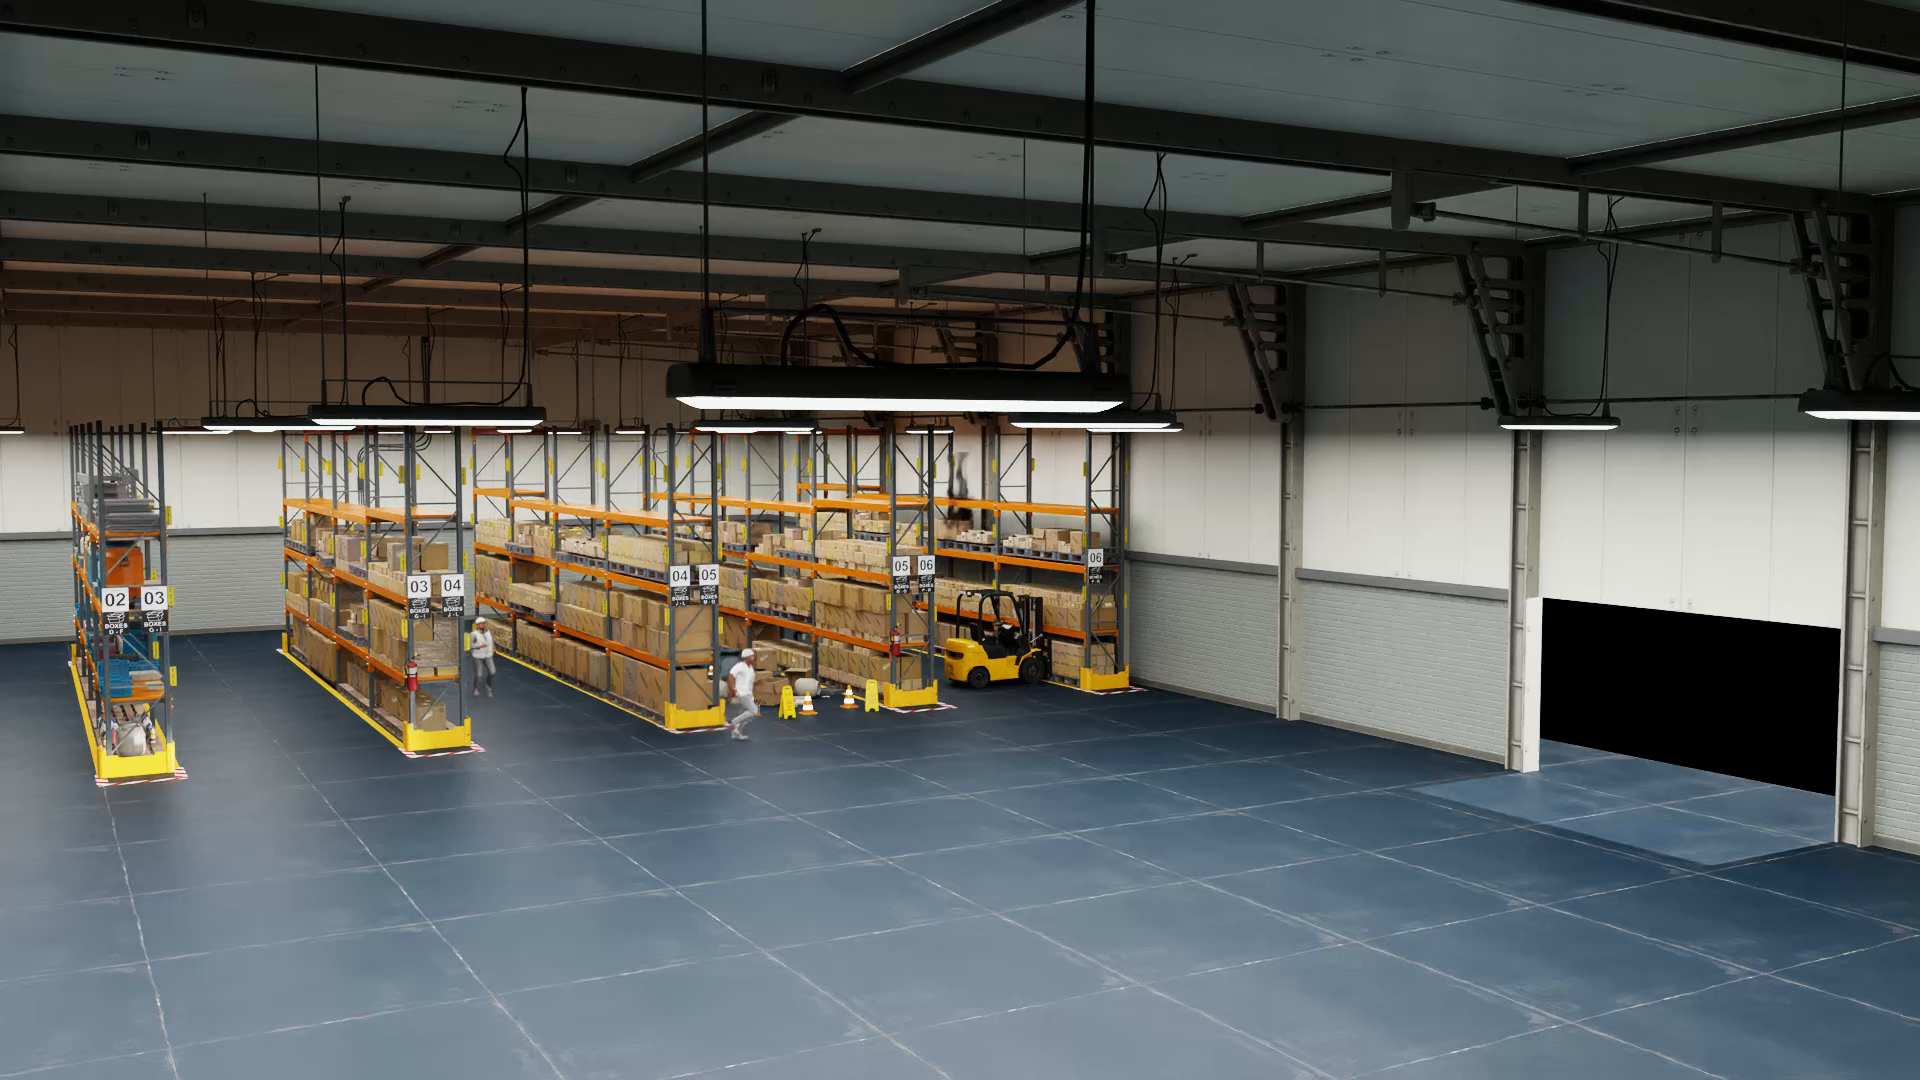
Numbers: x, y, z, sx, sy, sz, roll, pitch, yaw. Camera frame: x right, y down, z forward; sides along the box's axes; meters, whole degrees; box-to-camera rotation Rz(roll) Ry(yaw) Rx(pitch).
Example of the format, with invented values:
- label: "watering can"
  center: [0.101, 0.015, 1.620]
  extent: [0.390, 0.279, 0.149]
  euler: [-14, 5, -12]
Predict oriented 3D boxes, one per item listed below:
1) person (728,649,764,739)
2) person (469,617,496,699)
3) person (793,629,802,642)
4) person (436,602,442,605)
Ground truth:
- label: "person"
  center: [-4.033, 2.915, 31.455]
  extent: [0.623, 1.713, 0.696]
  euler: [1, 4, 12]
- label: "person"
  center: [-10.465, 2.590, 36.449]
  extent: [0.683, 1.818, 0.714]
  euler: [-3, 5, -41]
- label: "person"
  center: [-4.368, 2.106, 45.387]
  extent: [0.541, 1.475, 0.706]
  euler: [-2, 4, -28]
- label: "person"
  center: [-14.184, 2.026, 45.689]
  extent: [0.643, 1.769, 0.918]
  euler: [-1, 4, -22]
